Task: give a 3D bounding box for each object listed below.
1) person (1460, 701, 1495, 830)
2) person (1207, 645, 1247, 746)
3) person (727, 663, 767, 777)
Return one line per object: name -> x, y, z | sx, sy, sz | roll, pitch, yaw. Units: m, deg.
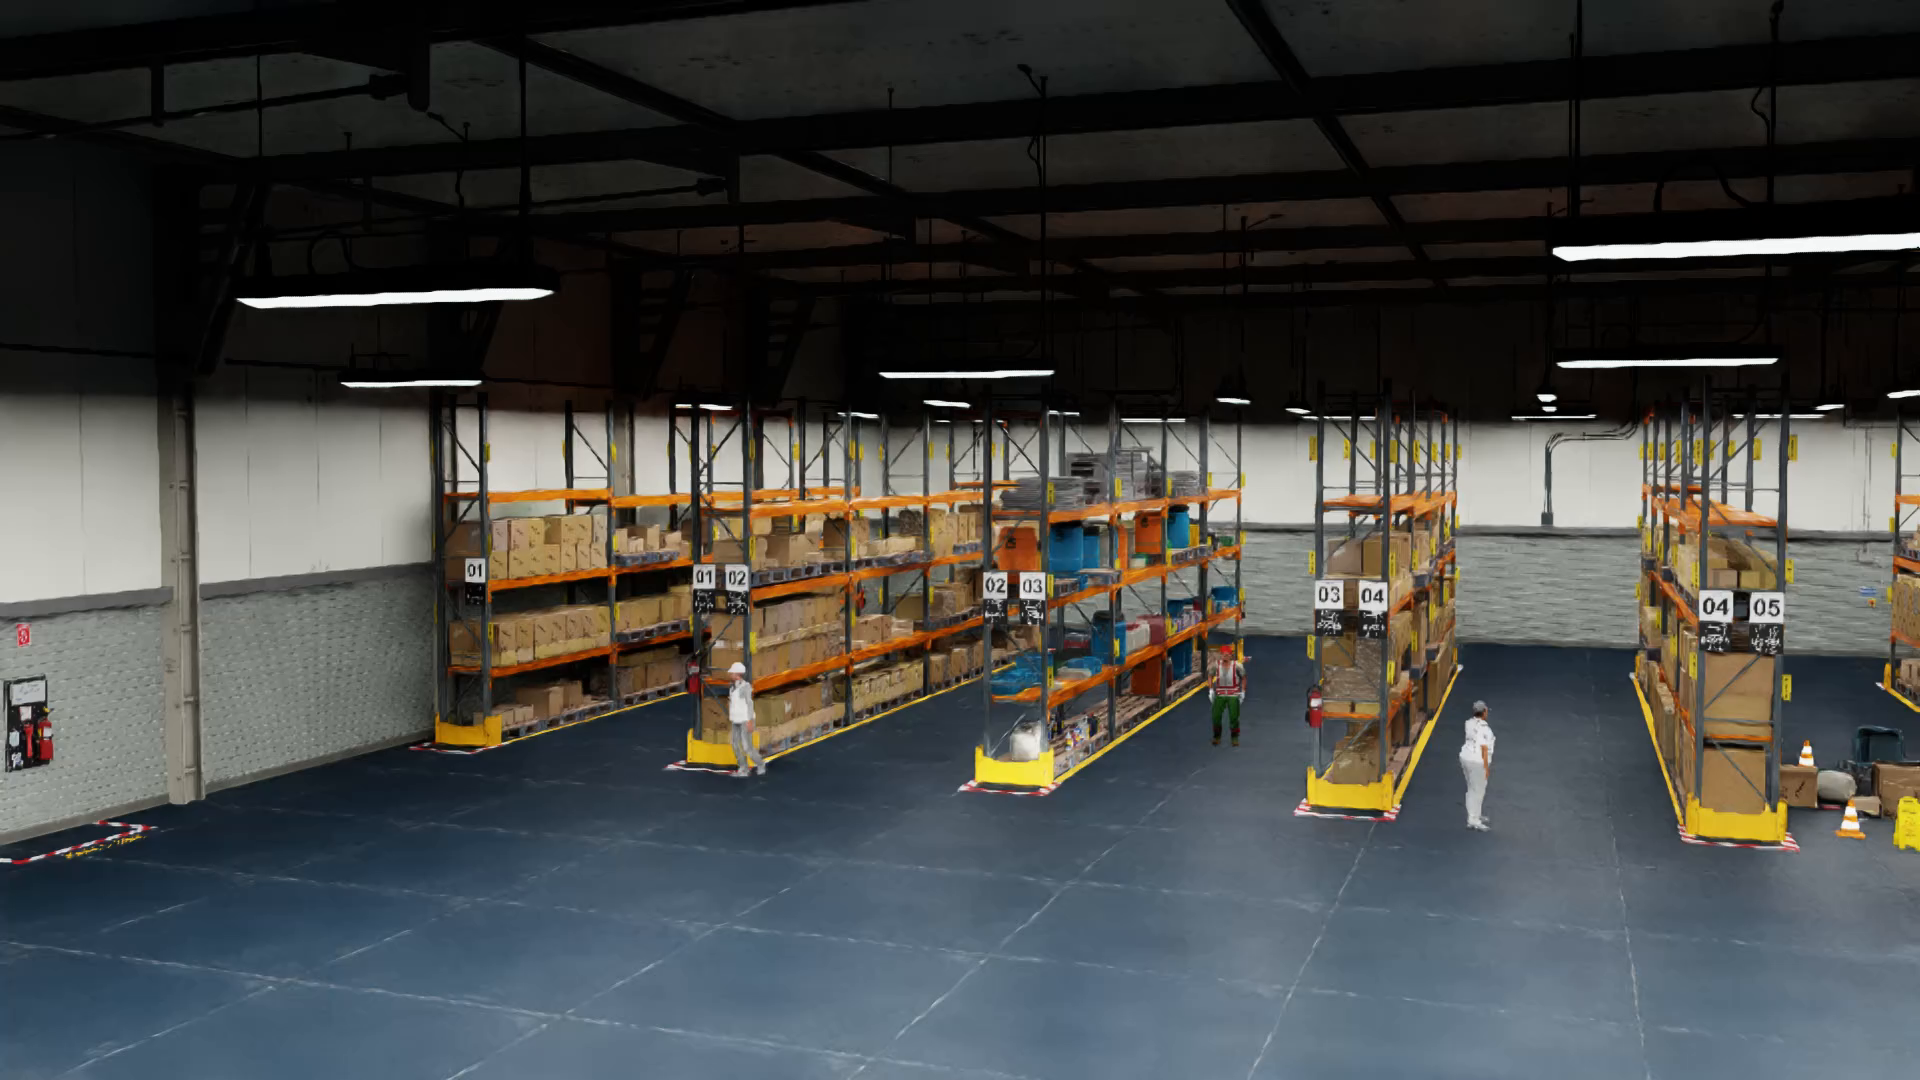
person -> 6.921, 2.978, 22.140 | 0.463, 1.673, 0.578 | 0, 3, -8
person -> 4.526, 2.637, 28.228 | 0.677, 1.742, 0.551 | 1, 3, 19
person -> -3.290, 2.762, 25.592 | 0.568, 1.762, 0.574 | -2, 4, -34
